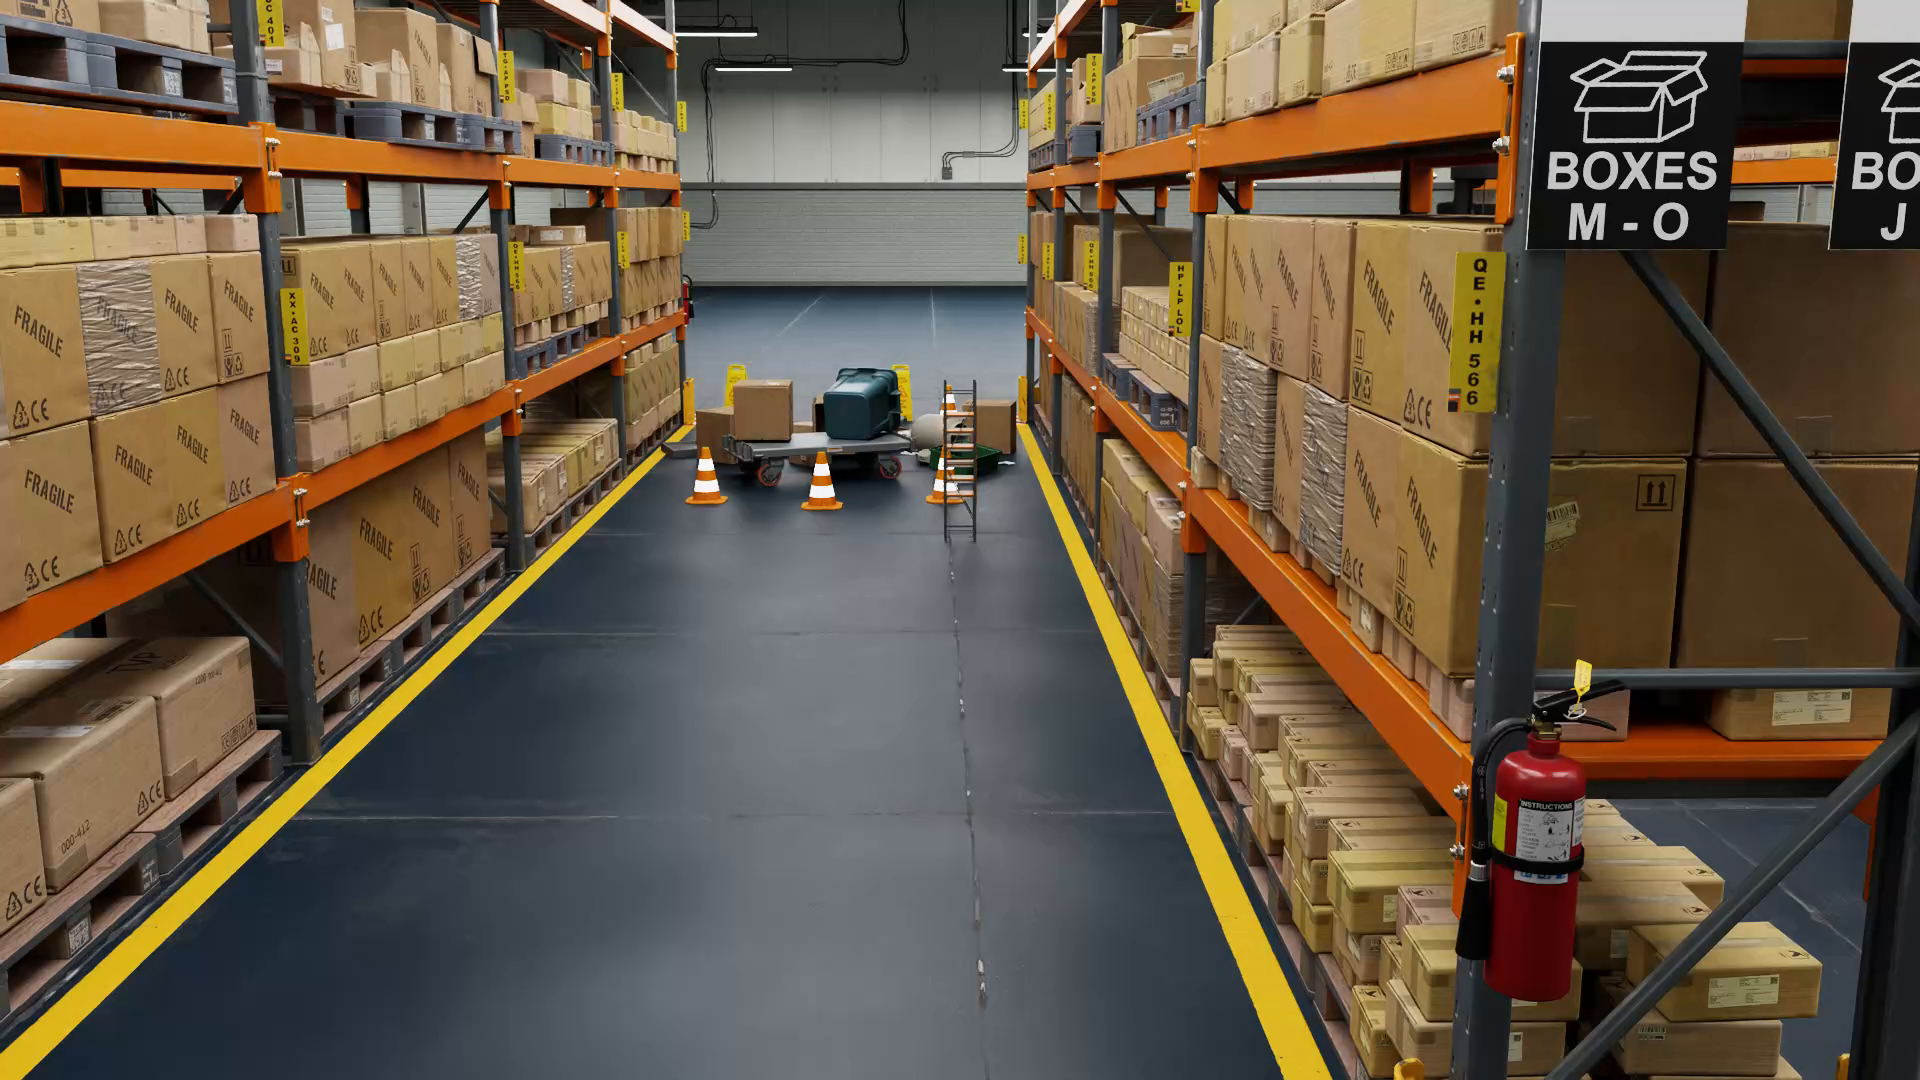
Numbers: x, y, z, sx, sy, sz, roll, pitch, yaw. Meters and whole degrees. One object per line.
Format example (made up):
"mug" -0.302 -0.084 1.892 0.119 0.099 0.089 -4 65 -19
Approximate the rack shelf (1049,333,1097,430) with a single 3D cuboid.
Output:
"rack shelf" 1.401 -1.334 13.398 1.077 0.370 4.000 0 11 -1

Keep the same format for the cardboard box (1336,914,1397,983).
"cardboard box" 1.299 1.140 4.761 0.380 0.149 0.250 -1 11 -3

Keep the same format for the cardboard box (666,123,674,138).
"cardboard box" -3.368 -4.510 18.328 0.380 0.149 0.250 0 11 -1

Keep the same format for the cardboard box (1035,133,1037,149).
"cardboard box" 0.985 -4.210 17.549 0.380 0.149 0.250 0 11 -1

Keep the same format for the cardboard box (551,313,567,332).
"cardboard box" -3.310 -1.718 13.058 0.380 0.149 0.250 0 11 1

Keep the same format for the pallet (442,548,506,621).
"pallet" -3.564 0.275 10.671 1.003 0.211 1.213 0 11 -1

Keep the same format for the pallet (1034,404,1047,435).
"pallet" 1.372 -1.354 18.701 1.003 0.211 1.213 0 11 -1

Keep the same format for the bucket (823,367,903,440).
"bucket" -0.948 -1.242 15.547 0.726 0.611 0.620 4 22 18

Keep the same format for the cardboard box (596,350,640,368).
"cardboard box" -3.272 -1.731 15.887 0.380 0.149 0.250 0 11 0

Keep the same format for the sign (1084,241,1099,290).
"sign" 0.888 -1.853 11.237 0.100 0.325 0.005 0 11 -1

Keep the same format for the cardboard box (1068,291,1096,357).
"cardboard box" 1.131 -1.726 13.273 0.500 0.500 0.500 0 11 0

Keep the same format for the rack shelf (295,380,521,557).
"rack shelf" -3.463 -0.498 9.279 1.077 0.370 4.000 0 11 -1

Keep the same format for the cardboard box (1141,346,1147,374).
"cardboard box" 1.276 -1.068 9.855 0.380 0.149 0.250 0 11 1

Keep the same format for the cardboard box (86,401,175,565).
"cardboard box" -3.116 -0.209 5.793 0.500 0.500 0.500 0 11 -2

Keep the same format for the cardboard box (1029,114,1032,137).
"cardboard box" 1.030 -4.579 18.363 0.500 0.250 0.500 0 11 -1

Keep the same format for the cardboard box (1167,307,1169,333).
"cardboard box" 1.305 -1.153 8.776 0.380 0.149 0.250 -1 11 -3

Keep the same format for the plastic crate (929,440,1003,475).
"plastic crate" 0.046 -0.763 15.704 0.450 0.188 0.662 17 18 26

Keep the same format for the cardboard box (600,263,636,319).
"cardboard box" -3.318 -2.327 15.484 0.500 0.500 0.500 0 11 -1

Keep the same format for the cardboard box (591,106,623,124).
"cardboard box" -3.267 -3.845 15.050 0.380 0.149 0.250 0 11 -2

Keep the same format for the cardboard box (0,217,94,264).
"cardboard box" -3.134 -0.996 5.525 0.380 0.149 0.250 0 11 -2

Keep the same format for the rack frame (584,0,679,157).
"rack frame" -3.670 -5.779 18.410 1.000 3.000 0.127 0 11 -1

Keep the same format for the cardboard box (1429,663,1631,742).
"cardboard box" 1.318 0.361 3.867 0.380 0.149 0.250 0 11 -1

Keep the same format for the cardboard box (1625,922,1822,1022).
"cardboard box" 1.937 1.096 4.231 0.380 0.149 0.250 -1 11 -4

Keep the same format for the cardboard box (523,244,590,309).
"cardboard box" -3.332 -2.152 13.566 0.500 0.500 0.500 0 11 1

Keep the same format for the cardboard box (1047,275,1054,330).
"cardboard box" 1.306 -2.340 16.171 0.875 0.550 0.550 0 11 -1

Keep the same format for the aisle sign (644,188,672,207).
"aisle sign" -3.381 -4.126 18.814 0.394 0.787 0.004 0 11 -1

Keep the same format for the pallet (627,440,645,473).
"pallet" -3.636 -0.810 16.021 1.003 0.211 1.213 0 11 -1

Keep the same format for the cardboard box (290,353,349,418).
"cardboard box" -3.149 -0.713 7.650 0.500 0.250 0.500 -1 11 -3

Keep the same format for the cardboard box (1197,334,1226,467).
"cardboard box" 1.283 -0.589 6.918 0.500 0.500 0.500 0 11 -2

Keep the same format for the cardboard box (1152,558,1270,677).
"cardboard box" 1.258 0.380 8.374 0.500 0.500 0.500 0 11 -2

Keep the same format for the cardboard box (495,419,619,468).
"cardboard box" -3.574 -0.857 14.793 0.950 0.372 0.625 0 11 0

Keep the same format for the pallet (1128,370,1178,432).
"pallet" 1.524 -0.801 9.447 1.003 0.211 1.213 0 11 -1

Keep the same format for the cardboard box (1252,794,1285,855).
"cardboard box" 1.279 1.029 6.055 0.380 0.149 0.250 -1 11 -3

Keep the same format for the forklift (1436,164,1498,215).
"forklift" 4.198 -1.560 12.876 1.130 2.935 3.031 3 12 15

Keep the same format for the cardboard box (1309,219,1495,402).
"cardboard box" 1.319 -0.677 4.838 0.500 0.500 0.500 0 11 2

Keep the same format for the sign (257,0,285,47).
"sign" -2.867 -2.218 6.903 0.100 0.325 0.005 0 11 -1

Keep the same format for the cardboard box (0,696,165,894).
"cardboard box" -3.497 0.900 5.967 0.875 0.438 0.875 -1 11 -3

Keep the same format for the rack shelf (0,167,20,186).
"rack shelf" -8.508 -2.742 12.796 1.077 0.370 4.000 0 11 -1

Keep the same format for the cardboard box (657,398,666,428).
"cardboard box" -3.365 -1.330 17.431 0.500 0.250 0.500 -1 11 -3

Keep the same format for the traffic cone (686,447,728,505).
"traffic cone" -2.162 -0.559 14.152 0.336 0.463 0.334 0 11 -1

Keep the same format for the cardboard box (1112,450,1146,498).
"cardboard box" 1.225 -0.398 10.322 0.500 0.250 0.500 0 11 -2

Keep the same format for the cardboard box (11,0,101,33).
"cardboard box" -3.362 -1.961 5.567 0.797 0.503 0.637 1 11 3

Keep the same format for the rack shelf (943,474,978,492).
"rack shelf" 0.000 -0.430 12.487 0.258 0.103 0.180 0 11 -1

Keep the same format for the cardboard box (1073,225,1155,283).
"cardboard box" 1.376 -2.524 14.690 0.700 0.500 0.500 0 11 -2

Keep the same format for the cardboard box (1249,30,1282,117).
"cardboard box" 1.281 -1.594 5.704 0.500 0.250 0.500 0 11 1

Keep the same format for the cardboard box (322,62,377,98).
"cardboard box" -3.098 -2.267 8.178 0.380 0.166 0.250 -1 12 -5

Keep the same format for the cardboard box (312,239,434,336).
"cardboard box" -3.207 -1.384 9.072 0.500 0.500 0.500 0 11 -2

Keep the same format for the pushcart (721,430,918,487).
"pushcart" -1.309 -0.778 15.443 1.648 0.377 0.936 -4 12 -21

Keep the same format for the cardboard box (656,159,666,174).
"cardboard box" -3.373 -4.013 17.885 0.380 0.149 0.250 0 11 1

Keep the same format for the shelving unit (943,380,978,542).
"shelving unit" 0.000 -0.591 12.454 0.258 1.200 0.189 0 11 -1

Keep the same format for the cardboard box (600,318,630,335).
"cardboard box" -3.273 -1.984 15.427 0.380 0.149 0.250 0 11 -1

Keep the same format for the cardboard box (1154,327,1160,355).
"cardboard box" 1.289 -1.111 9.317 0.380 0.149 0.250 0 11 1

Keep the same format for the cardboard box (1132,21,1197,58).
"cardboard box" 1.231 -2.948 9.826 0.396 0.266 0.258 0 11 -1

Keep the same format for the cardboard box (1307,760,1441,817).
"cardboard box" 1.365 0.838 5.500 0.380 0.149 0.250 -1 11 -3

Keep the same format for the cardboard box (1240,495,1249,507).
"cardboard box" 1.341 -0.209 6.676 0.380 0.149 0.250 -1 11 -4

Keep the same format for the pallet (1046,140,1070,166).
"pallet" 1.353 -3.673 15.799 1.003 0.211 1.213 0 11 -1

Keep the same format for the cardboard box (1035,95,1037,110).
"cardboard box" 0.986 -4.602 17.472 0.380 0.149 0.250 0 11 -2
